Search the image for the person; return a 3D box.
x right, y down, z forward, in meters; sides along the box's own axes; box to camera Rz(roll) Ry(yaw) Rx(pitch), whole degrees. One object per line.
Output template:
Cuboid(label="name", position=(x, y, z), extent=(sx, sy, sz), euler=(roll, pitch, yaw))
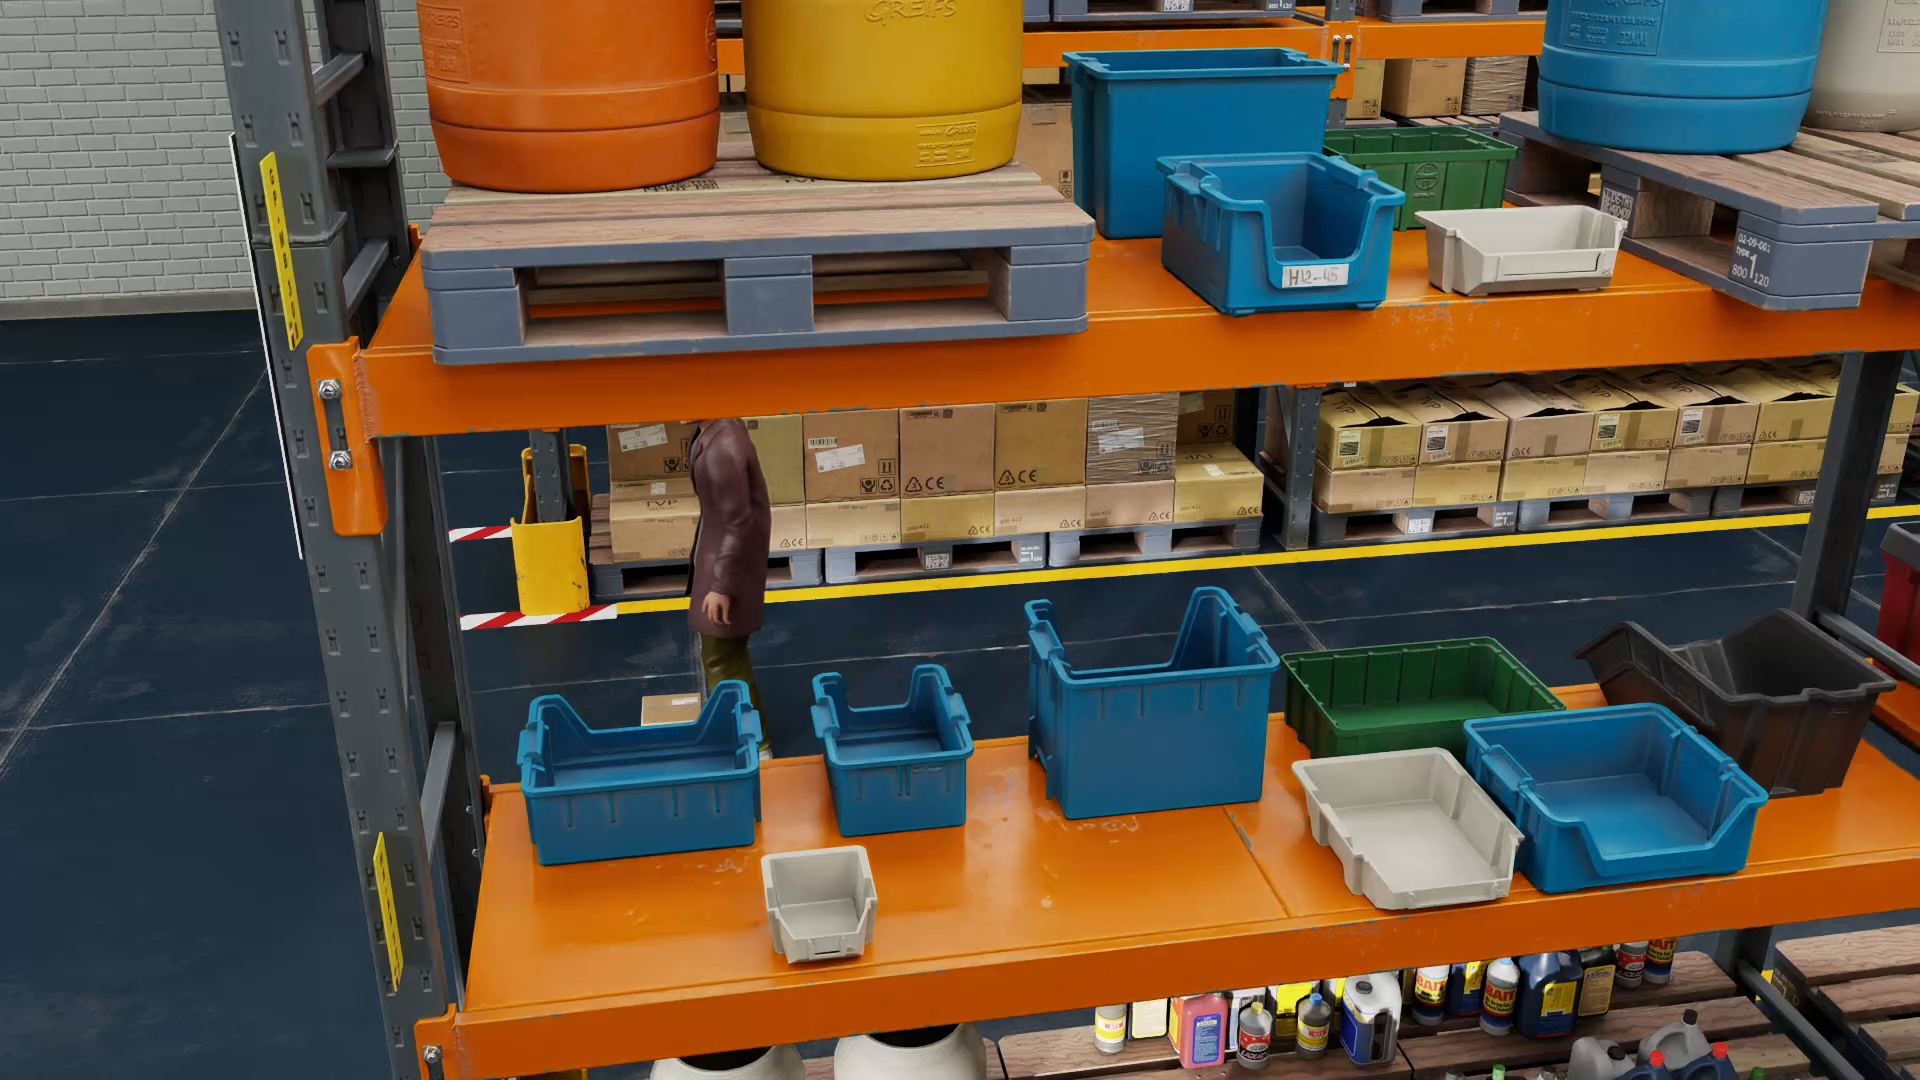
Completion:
Cuboid(label="person", position=(-0.981, 0.111, 6.854), extent=(0.418, 1.774, 0.656), euler=(-5, 24, -12))
